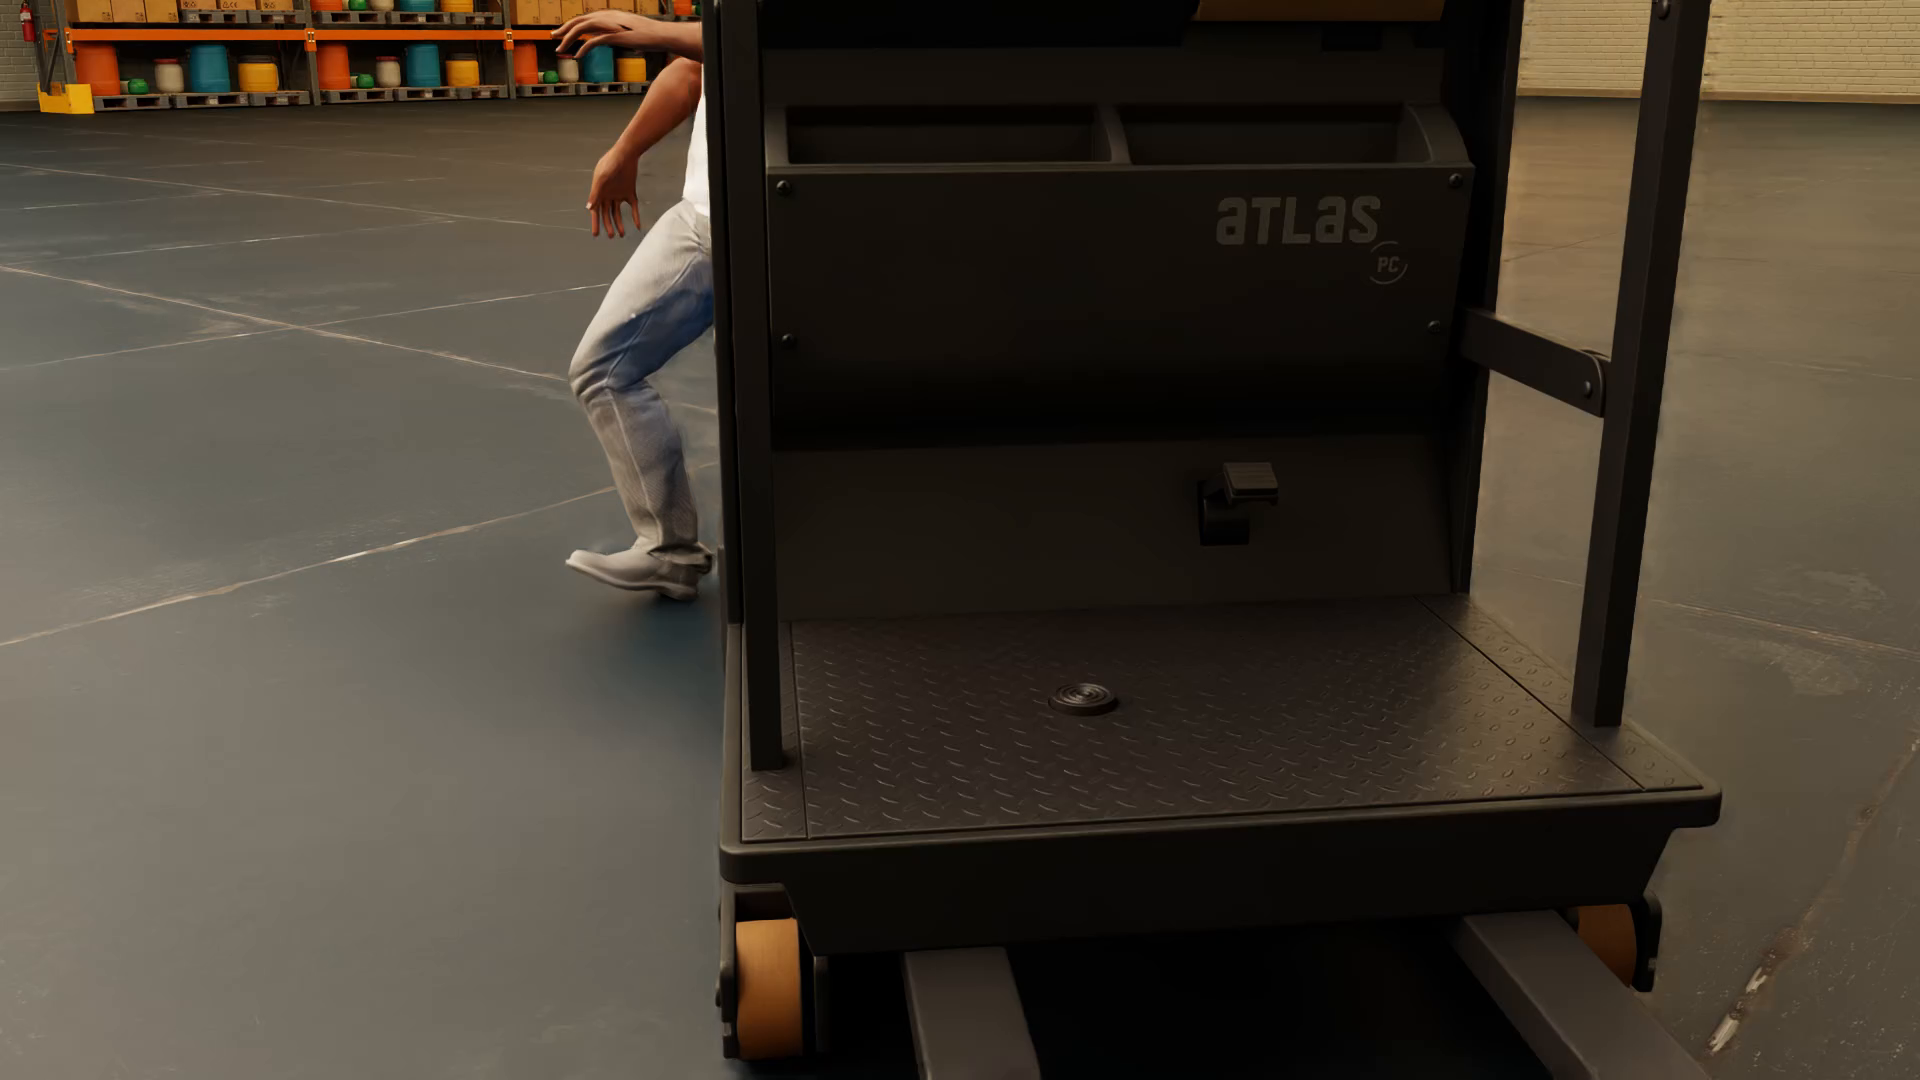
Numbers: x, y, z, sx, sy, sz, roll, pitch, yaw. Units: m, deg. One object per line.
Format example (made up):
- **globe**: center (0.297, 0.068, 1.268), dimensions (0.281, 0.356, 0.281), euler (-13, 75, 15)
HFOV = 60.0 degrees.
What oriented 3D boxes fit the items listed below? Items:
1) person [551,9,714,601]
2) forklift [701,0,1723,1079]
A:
- **person**: center (-0.454, -0.657, 3.349), dimensions (0.842, 1.633, 0.884), euler (11, 20, 33)
- **forklift**: center (0.238, -0.902, 1.866), dimensions (1.130, 2.935, 3.031), euler (-2, 17, -7)
